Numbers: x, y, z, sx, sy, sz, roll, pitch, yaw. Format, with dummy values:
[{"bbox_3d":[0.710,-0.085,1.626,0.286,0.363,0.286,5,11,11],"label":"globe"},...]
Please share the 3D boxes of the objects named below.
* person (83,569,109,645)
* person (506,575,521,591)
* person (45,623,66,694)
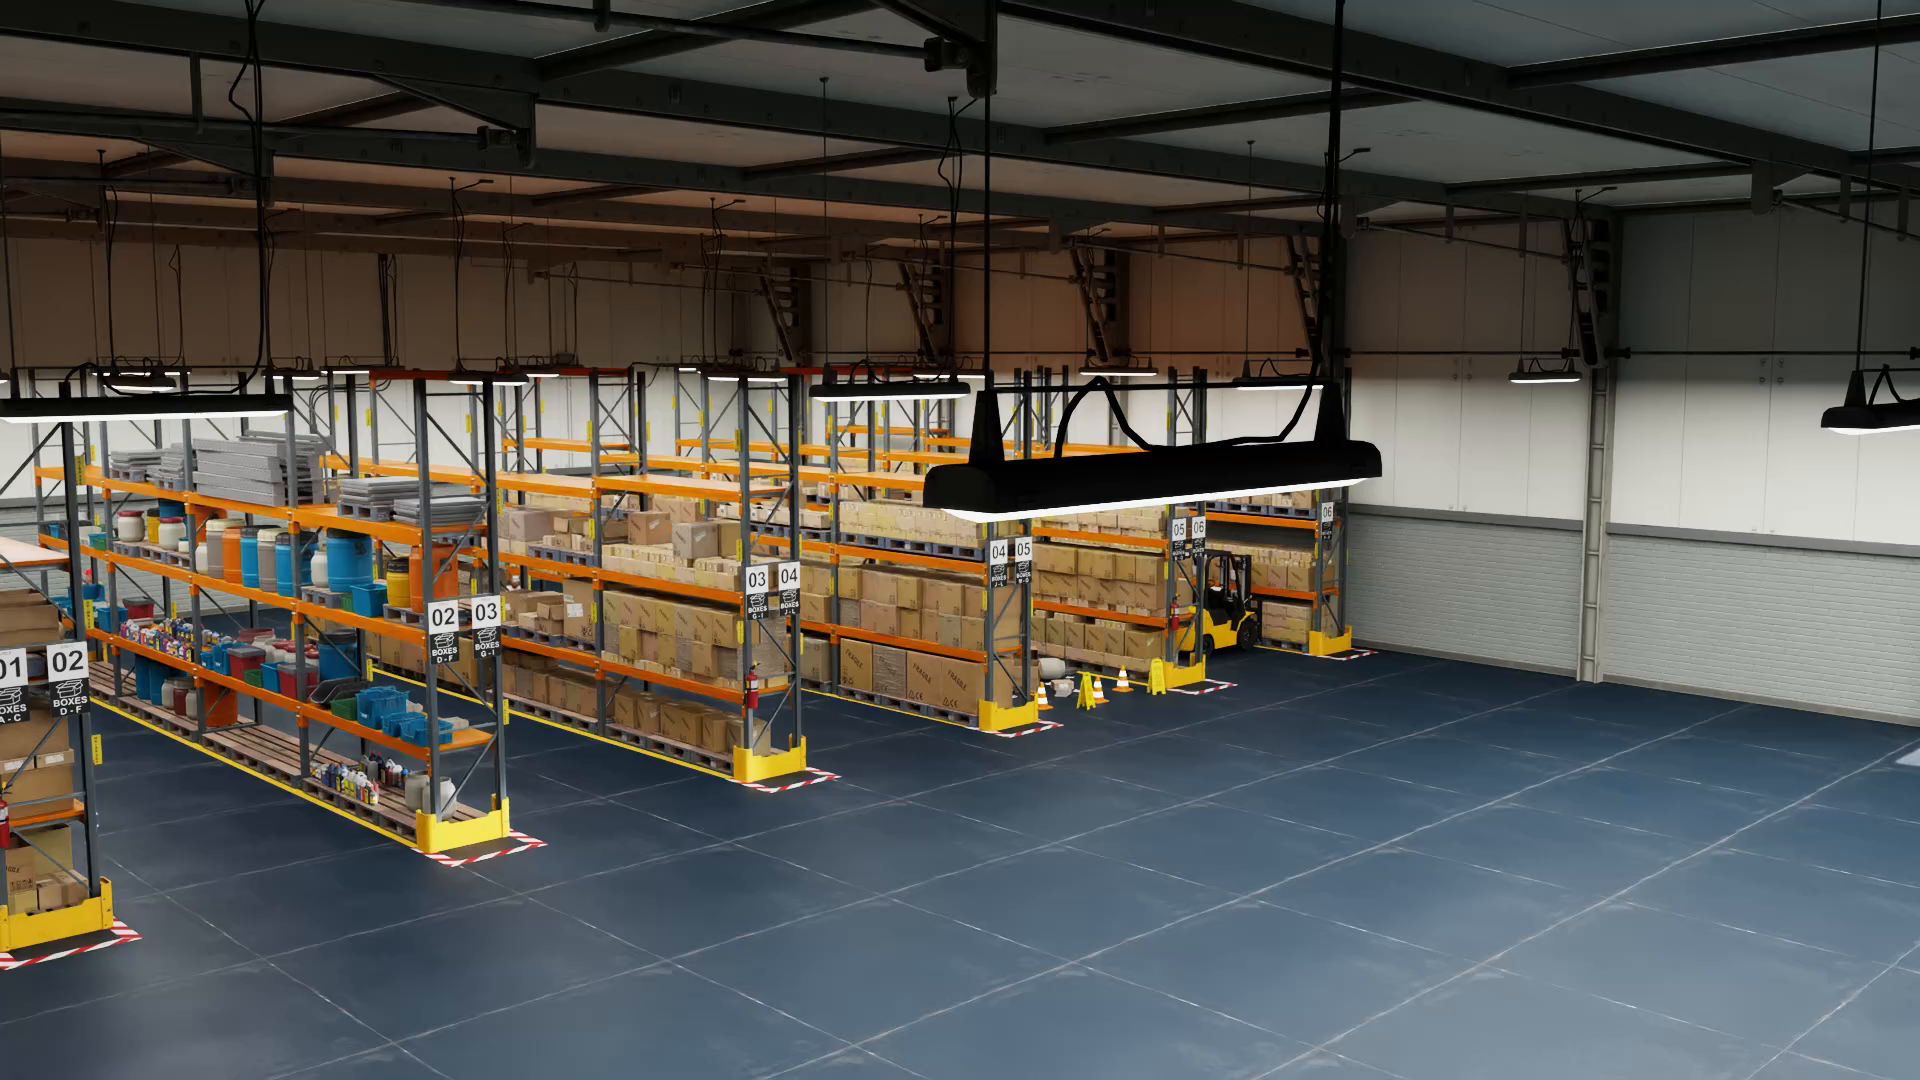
[{"bbox_3d":[-18.552,1.474,35.483,0.522,1.708,1.127,2,7,19],"label":"person"},{"bbox_3d":[-9.353,1.553,35.058,0.948,1.617,0.516,5,8,37],"label":"person"},{"bbox_3d":[-16.624,2.089,30.479,0.520,1.670,0.754,-6,9,-43],"label":"person"}]
